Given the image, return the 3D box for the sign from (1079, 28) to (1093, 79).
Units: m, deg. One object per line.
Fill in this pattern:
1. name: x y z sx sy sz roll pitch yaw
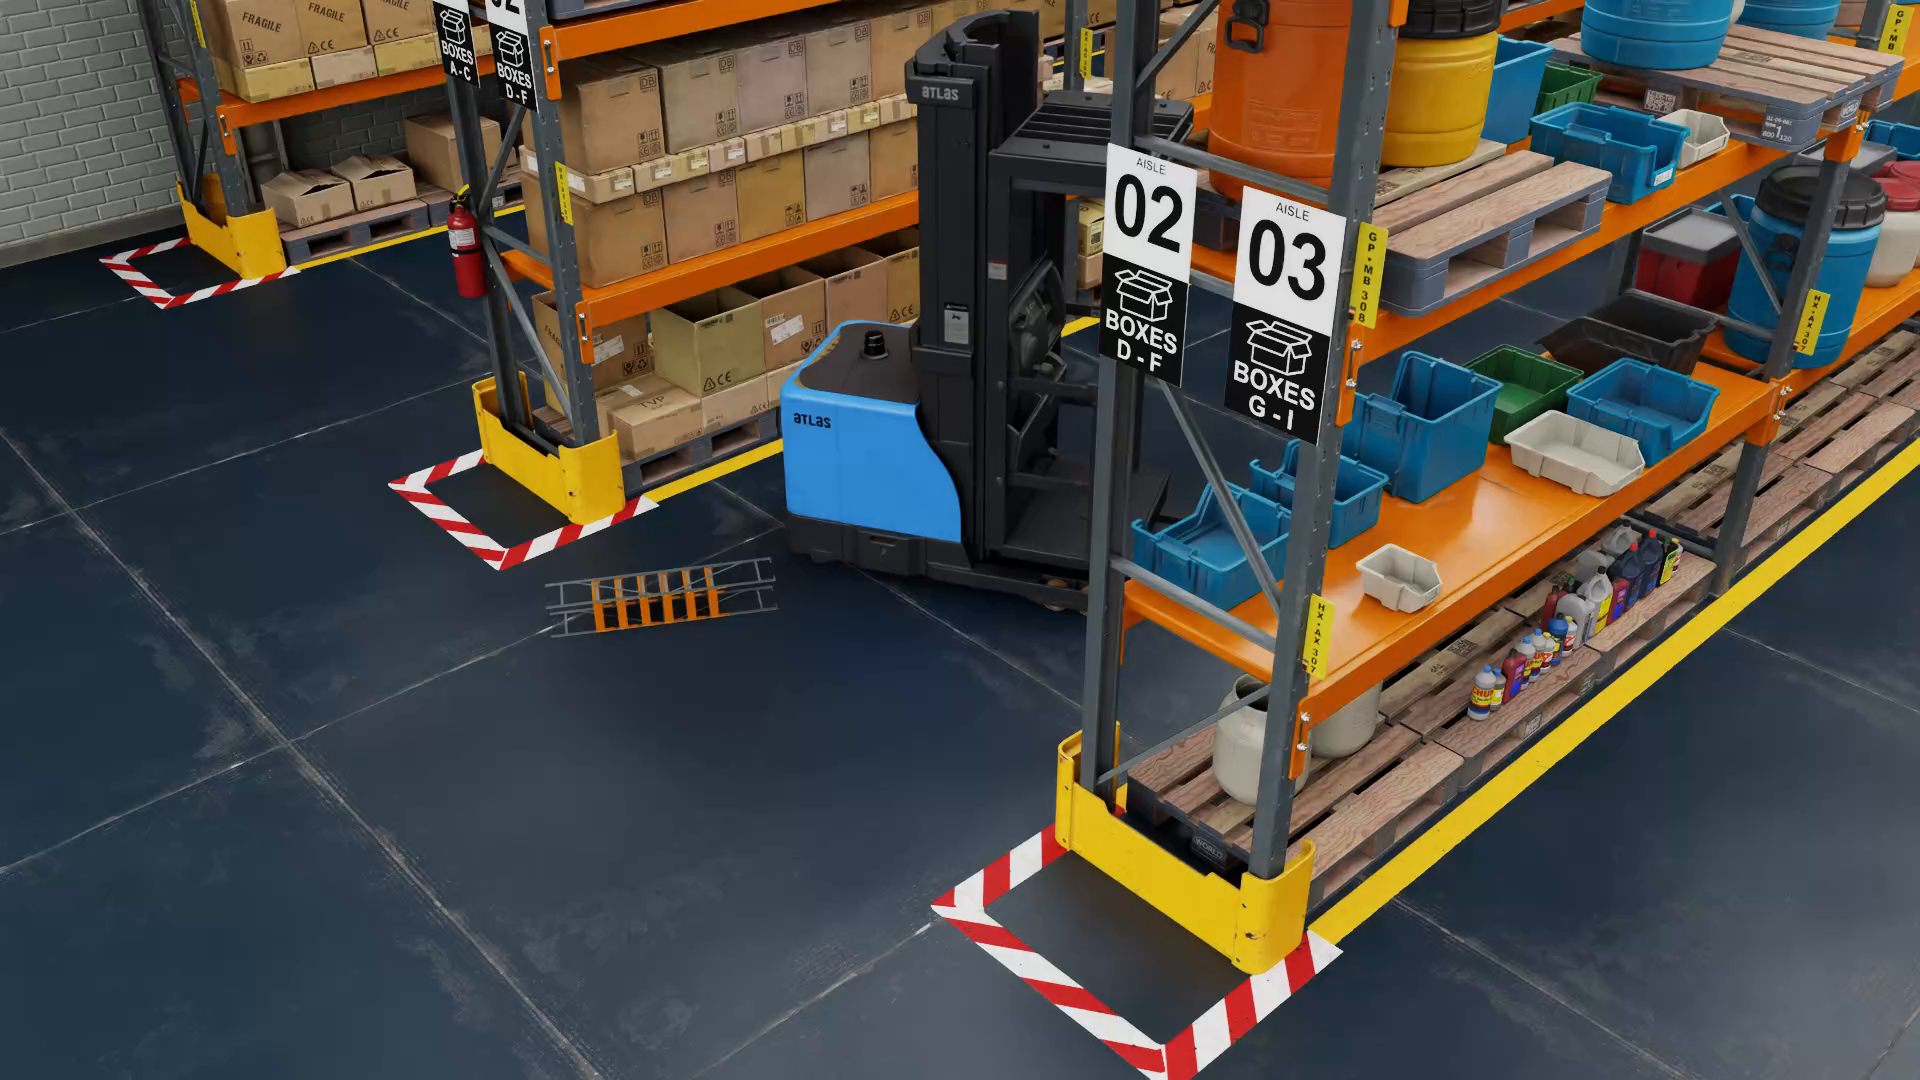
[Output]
1. sign: 0.842 -3.256 11.127 0.005 0.325 0.100 -26 40 -35

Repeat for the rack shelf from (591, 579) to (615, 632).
1. rack shelf: -1.901 0.343 8.838 0.103 0.180 0.258 -7 32 -11

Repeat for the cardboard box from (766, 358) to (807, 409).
1. cardboard box: -1.194 -1.113 10.762 0.500 0.250 0.500 -26 40 -35

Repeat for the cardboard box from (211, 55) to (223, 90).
1. cardboard box: -5.629 -3.724 12.923 0.500 0.250 0.500 -25 39 -35

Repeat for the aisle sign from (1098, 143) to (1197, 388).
1. aisle sign: 0.641 -0.946 5.765 0.004 0.787 0.394 -26 40 -35

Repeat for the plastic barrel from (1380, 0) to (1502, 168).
1. plastic barrel: 1.646 -1.741 6.099 0.600 0.588 0.600 0 31 0

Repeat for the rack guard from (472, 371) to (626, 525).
1. rack guard: -2.487 -0.570 10.038 0.348 0.500 1.175 -26 40 -35

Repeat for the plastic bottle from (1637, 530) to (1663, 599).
1. plastic bottle: 3.553 0.113 8.642 0.185 0.351 0.144 -27 41 -37

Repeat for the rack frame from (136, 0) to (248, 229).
1. rack frame: -5.840 -3.539 12.497 0.127 3.000 1.000 -26 40 -35

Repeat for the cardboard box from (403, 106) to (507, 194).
1. cardboard box: -4.282 -3.315 14.104 0.700 0.500 0.500 26 40 36

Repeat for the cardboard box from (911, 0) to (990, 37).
1. cardboard box: -0.227 -3.321 10.800 0.500 0.500 0.700 -26 40 -36

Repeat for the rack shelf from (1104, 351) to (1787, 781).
1. rack shelf: 2.363 -0.152 7.647 4.000 0.370 1.077 -26 40 -35

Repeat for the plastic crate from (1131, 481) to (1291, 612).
1. plastic crate: 1.060 0.022 6.815 0.616 0.251 0.499 -26 40 -35

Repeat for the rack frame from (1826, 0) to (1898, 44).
1. rack frame: 3.829 -3.727 7.054 0.127 3.000 1.000 -26 40 -35

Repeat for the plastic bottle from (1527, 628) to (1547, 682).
1. plastic bottle: 2.762 0.546 8.010 0.097 0.271 0.097 0 31 0

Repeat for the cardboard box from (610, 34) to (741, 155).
1. cardboard box: -1.697 -2.610 9.637 0.500 0.500 0.700 -27 41 -37

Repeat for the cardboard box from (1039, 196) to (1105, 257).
1. cardboard box: 0.936 -2.361 12.266 0.500 0.311 0.500 -26 40 -35

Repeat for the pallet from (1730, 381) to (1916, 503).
1. pallet: 5.274 -0.707 10.538 1.213 0.211 1.003 -26 40 -35

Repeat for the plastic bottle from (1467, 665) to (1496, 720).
1. plastic bottle: 2.437 0.703 7.753 0.097 0.271 0.097 0 31 0

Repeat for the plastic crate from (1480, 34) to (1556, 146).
1. plastic crate: 2.090 -1.814 6.815 0.575 0.384 0.392 -26 40 -35

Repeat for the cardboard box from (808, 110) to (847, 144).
1. cardboard box: -0.907 -2.566 10.189 0.250 0.149 0.380 -25 40 -35

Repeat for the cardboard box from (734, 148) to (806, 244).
1. cardboard box: -1.368 -2.211 10.229 0.500 0.500 0.700 -26 40 -35

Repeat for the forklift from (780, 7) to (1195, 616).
1. forklift: 0.592 -1.150 8.655 3.031 2.935 1.130 10 33 15

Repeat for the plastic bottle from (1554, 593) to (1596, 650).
1. plastic bottle: 3.053 0.384 8.271 0.135 0.276 0.152 -25 39 -35

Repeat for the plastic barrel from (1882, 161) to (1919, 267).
1. plastic barrel: 5.535 -1.895 9.678 0.433 0.535 0.433 0 31 0

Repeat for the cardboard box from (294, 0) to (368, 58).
1. cardboard box: -4.916 -4.029 12.704 0.500 0.500 0.500 -26 40 -35

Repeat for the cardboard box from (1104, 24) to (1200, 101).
1. cardboard box: 1.424 -3.560 12.435 0.500 0.500 0.500 -23 38 -32

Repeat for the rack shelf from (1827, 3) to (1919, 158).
1. rack shelf: 5.296 -2.850 9.184 4.000 0.370 1.077 -26 40 -35

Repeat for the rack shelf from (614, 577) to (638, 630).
1. rack shelf: -1.784 0.329 8.862 0.103 0.180 0.258 -7 32 -11

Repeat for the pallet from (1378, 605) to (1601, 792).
1. pallet: 2.413 0.679 8.272 1.213 0.211 1.003 -26 40 -35

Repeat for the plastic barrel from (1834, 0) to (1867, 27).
1. plastic barrel: 4.534 -3.157 8.516 0.600 0.901 0.600 0 31 0

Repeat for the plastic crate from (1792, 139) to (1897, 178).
1. plastic crate: 5.369 -2.158 10.177 0.583 0.464 0.402 -26 40 -35

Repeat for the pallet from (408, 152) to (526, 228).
1. pallet: -4.270 -3.082 14.421 1.213 0.211 1.003 -26 40 -35

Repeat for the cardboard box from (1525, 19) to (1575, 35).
1. cardboard box: 5.810 -4.945 16.770 0.500 0.500 0.500 27 41 37

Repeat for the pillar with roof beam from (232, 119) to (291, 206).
1. pillar with roof beam: -2.988 -5.031 9.186 0.400 9.000 9.100 -26 40 -35

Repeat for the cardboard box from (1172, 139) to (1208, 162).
1. cardboard box: 1.682 -3.103 13.479 0.500 0.311 0.500 -26 40 -36

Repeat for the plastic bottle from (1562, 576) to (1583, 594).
1. plastic bottle: 3.087 0.294 8.410 0.133 0.283 0.061 -26 40 -35

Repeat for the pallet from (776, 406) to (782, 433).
1. pallet: -1.043 -1.174 11.301 1.213 0.211 1.003 -26 40 -35

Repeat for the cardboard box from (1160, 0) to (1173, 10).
1. cardboard box: 1.921 -6.461 18.933 0.750 0.750 0.750 -24 39 -34

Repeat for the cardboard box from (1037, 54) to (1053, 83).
1. cardboard box: 0.410 -3.205 11.233 0.250 0.149 0.380 -26 40 -35

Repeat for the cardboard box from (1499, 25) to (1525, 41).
1. cardboard box: 5.077 -4.910 15.994 0.500 0.250 0.500 -26 40 -35

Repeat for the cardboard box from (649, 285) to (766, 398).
1. cardboard box: -1.559 -1.255 10.275 0.500 0.500 0.500 -26 40 -35

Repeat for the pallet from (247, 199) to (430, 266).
1. pallet: -5.165 -2.651 13.717 1.213 0.211 1.003 -26 40 -35

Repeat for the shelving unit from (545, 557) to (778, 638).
1. shelving unit: -1.593 0.305 8.899 1.200 0.189 0.258 -7 32 -11

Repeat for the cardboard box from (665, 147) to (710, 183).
1. cardboard box: -1.659 -2.204 9.596 0.250 0.149 0.380 -26 40 -35

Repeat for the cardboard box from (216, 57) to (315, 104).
1. cardboard box: -5.266 -3.535 12.615 0.500 0.250 0.500 -27 41 -37

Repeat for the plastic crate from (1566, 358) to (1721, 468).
1. plastic crate: 3.202 -0.608 7.846 0.616 0.251 0.499 -26 40 -35

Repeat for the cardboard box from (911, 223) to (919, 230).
1. cardboard box: -0.102 -1.969 11.444 0.500 0.500 0.500 -26 40 -35

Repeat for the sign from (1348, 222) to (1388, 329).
1. sign: 1.267 -0.821 5.167 0.005 0.325 0.100 -26 40 -35
